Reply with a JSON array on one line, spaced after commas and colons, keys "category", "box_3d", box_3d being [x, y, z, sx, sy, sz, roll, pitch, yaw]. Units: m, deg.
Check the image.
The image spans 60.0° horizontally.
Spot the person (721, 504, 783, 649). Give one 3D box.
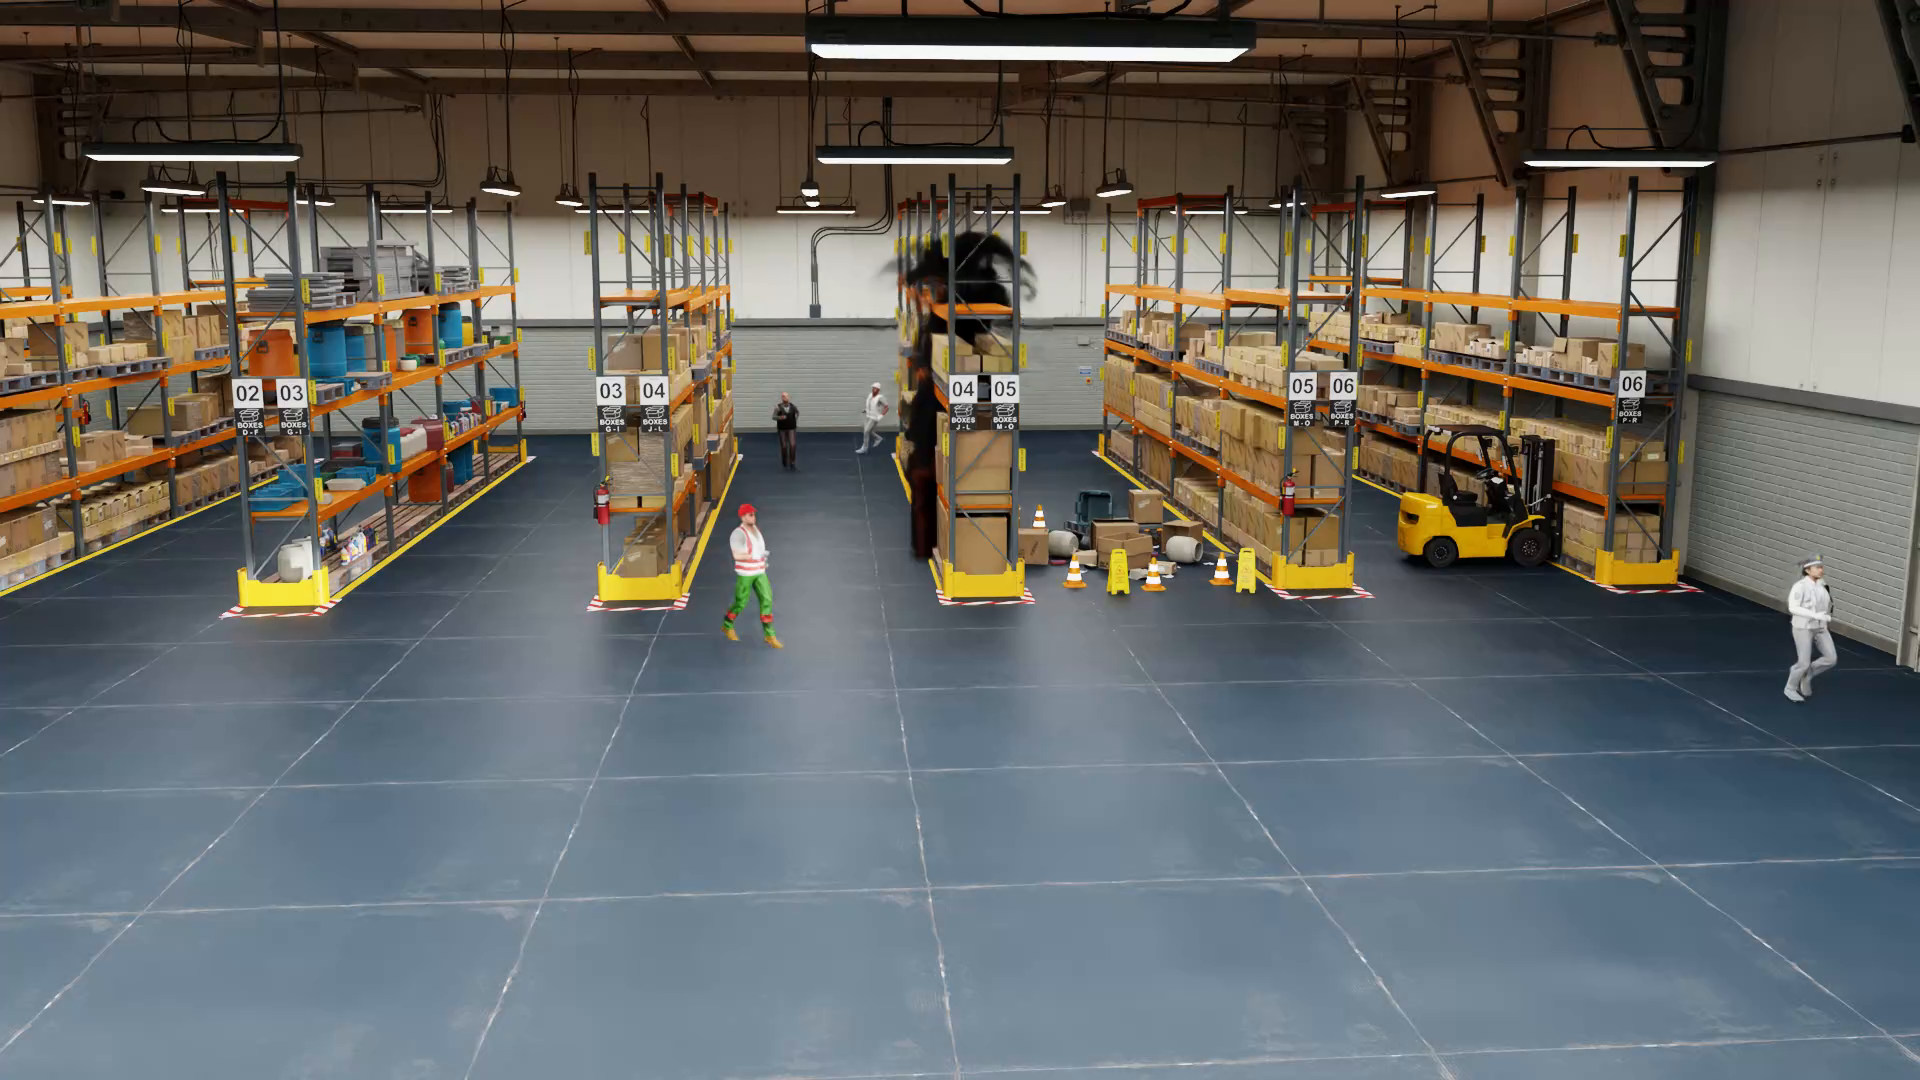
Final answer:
[{"category": "person", "box_3d": [-2.642, 0.439, 20.918, 0.928, 1.815, 0.649, 7, 12, 36]}]

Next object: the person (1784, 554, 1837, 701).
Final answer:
[{"category": "person", "box_3d": [9.390, 0.977, 18.311, 0.671, 1.669, 0.562, -4, 11, -22]}]

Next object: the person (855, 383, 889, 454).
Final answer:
[{"category": "person", "box_3d": [-2.093, -2.974, 40.566, 0.833, 1.728, 0.742, -9, 13, -41]}]

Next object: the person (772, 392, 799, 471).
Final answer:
[{"category": "person", "box_3d": [-3.940, -2.460, 37.675, 0.651, 1.760, 0.752, -2, 10, -12]}]
